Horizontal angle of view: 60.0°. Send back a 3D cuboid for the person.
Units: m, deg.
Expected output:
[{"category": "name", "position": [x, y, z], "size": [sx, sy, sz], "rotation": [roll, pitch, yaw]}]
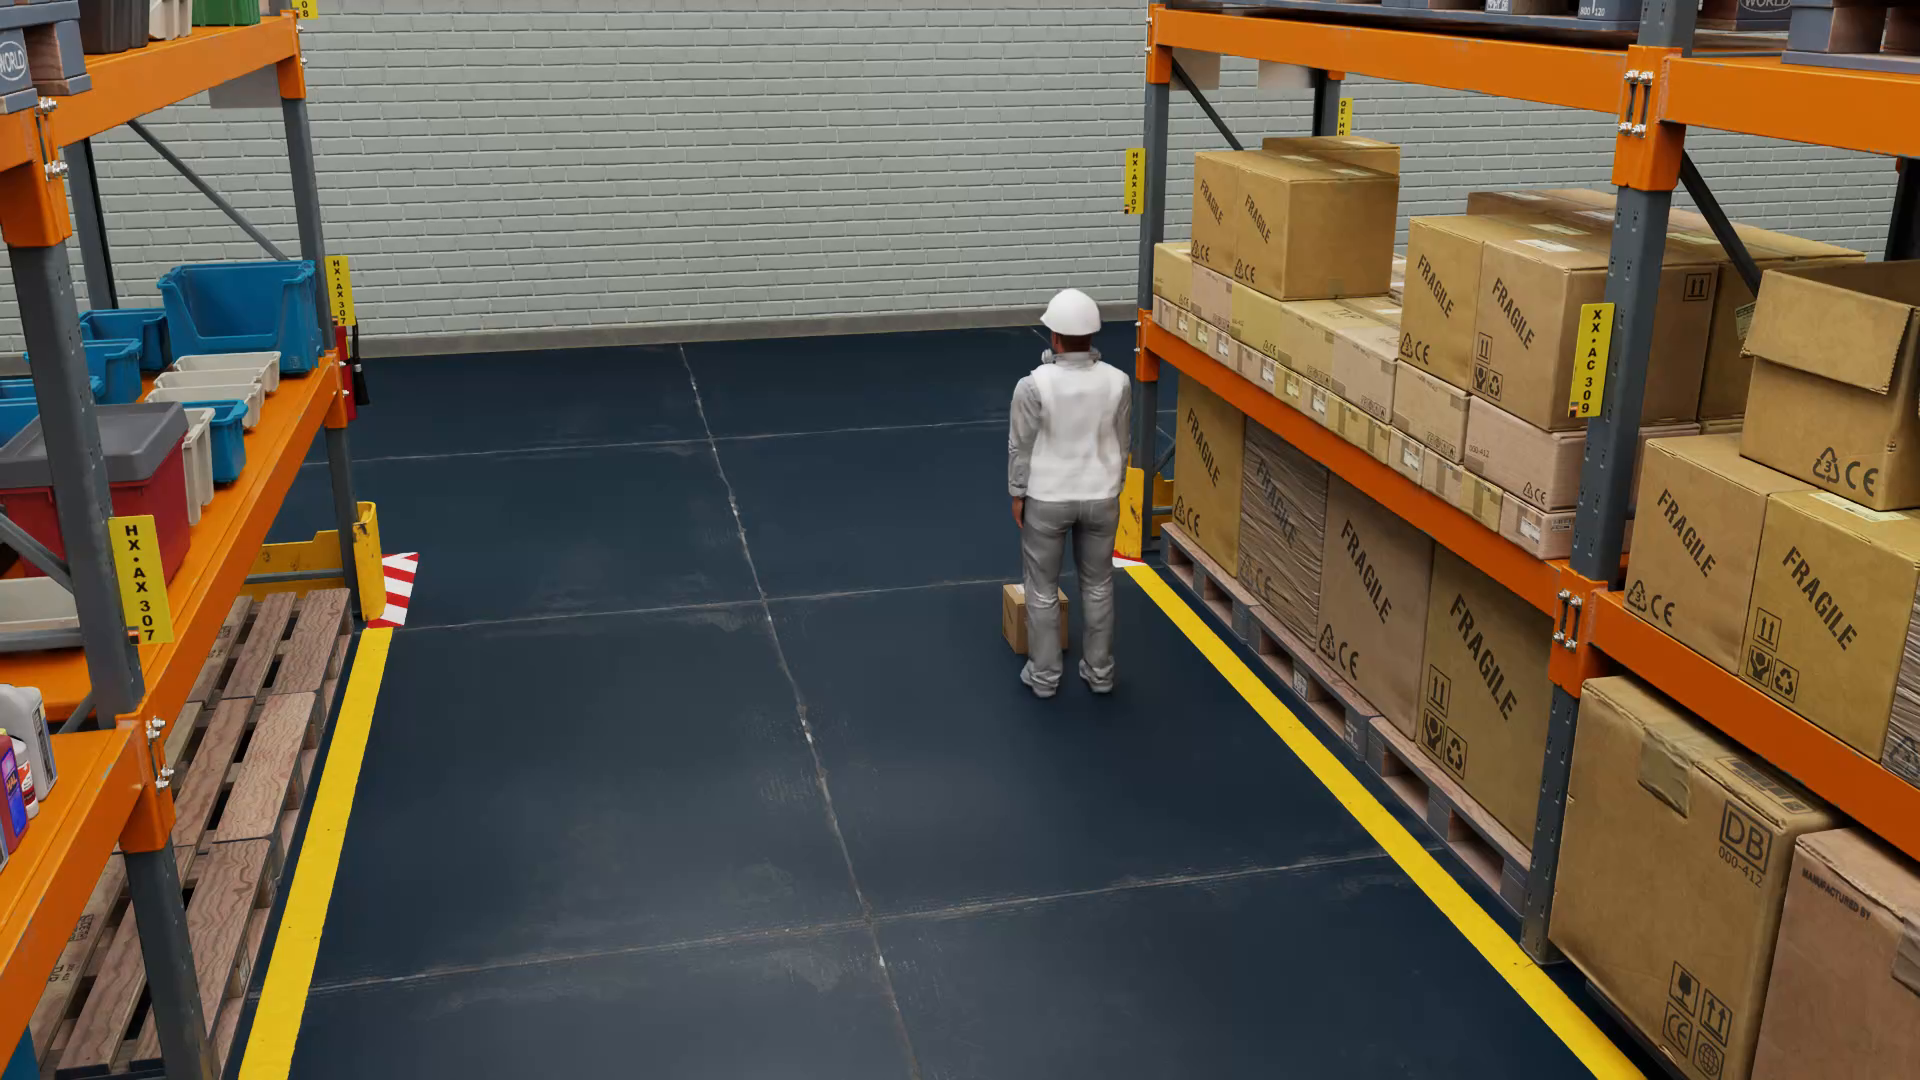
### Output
[{"category": "person", "position": [0.454, -0.193, 7.082], "size": [0.531, 1.767, 0.359], "rotation": [-4, 20, -11]}]
